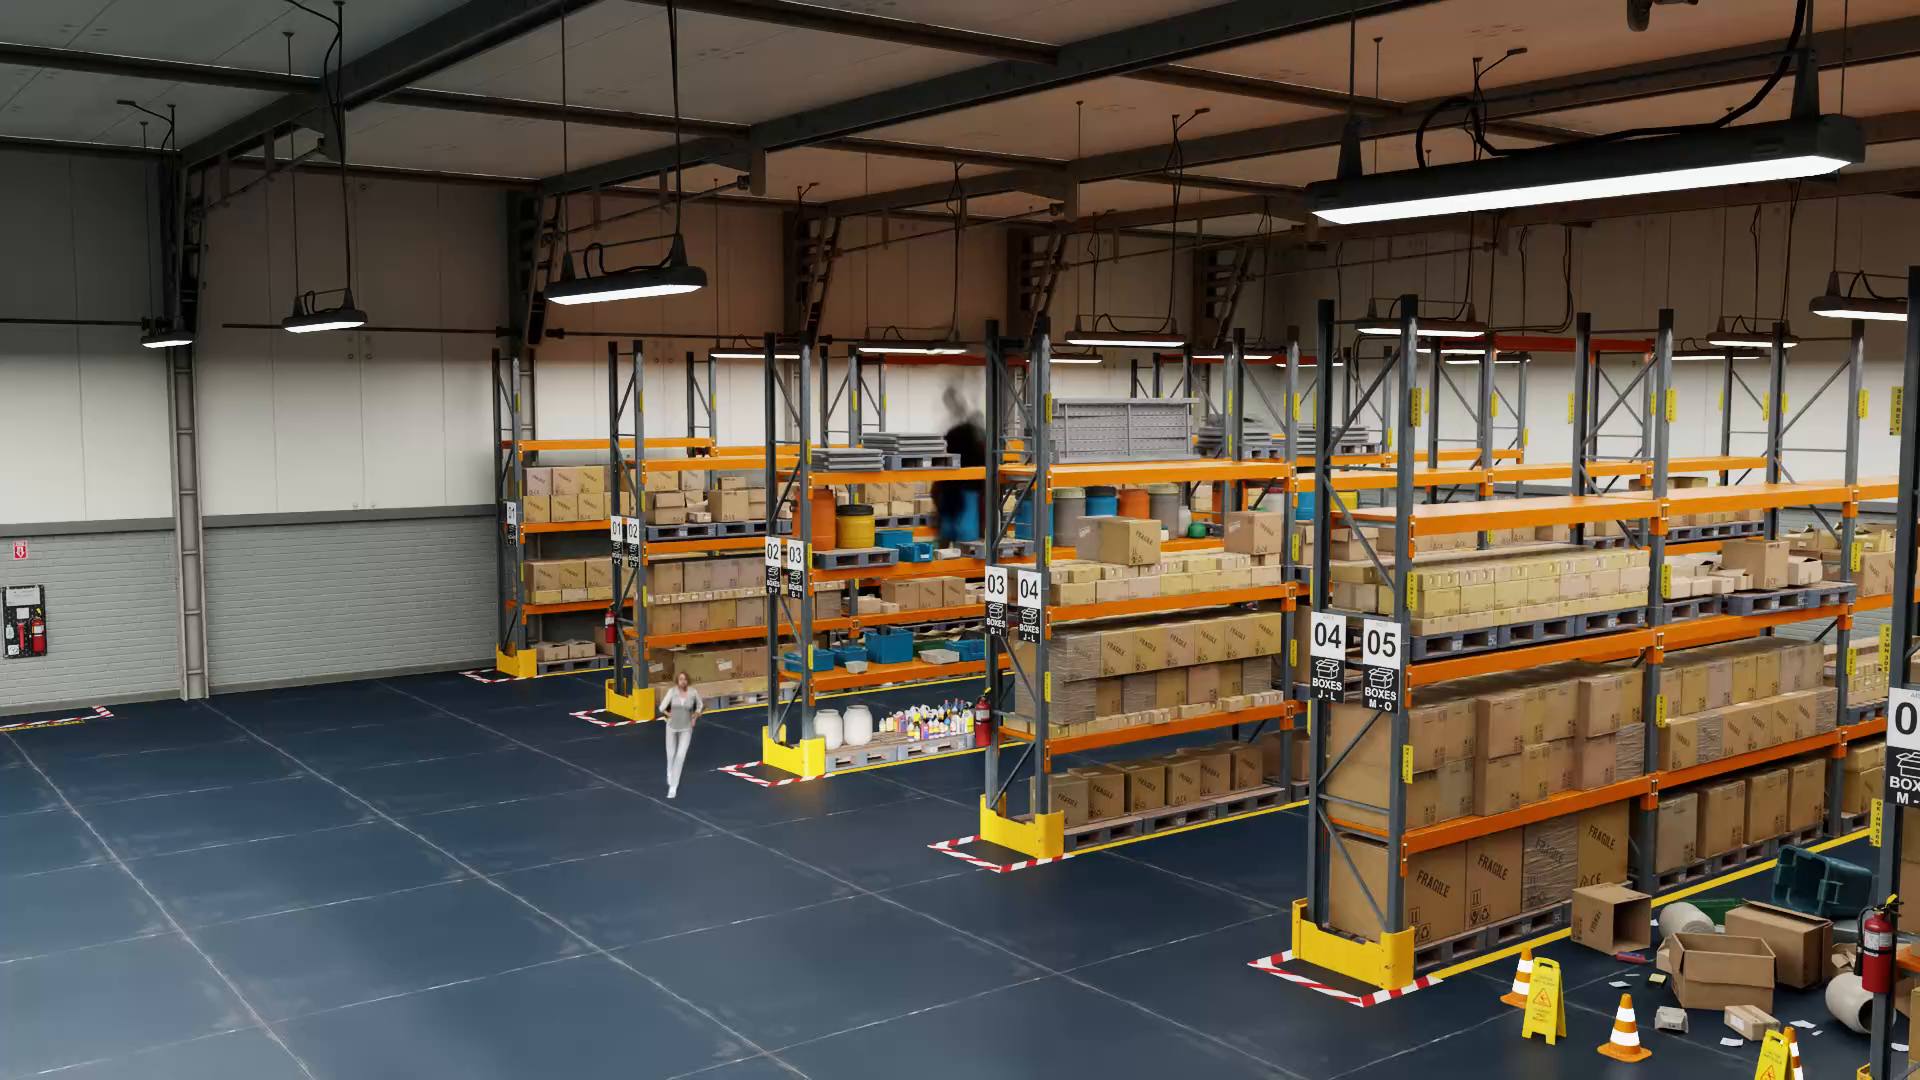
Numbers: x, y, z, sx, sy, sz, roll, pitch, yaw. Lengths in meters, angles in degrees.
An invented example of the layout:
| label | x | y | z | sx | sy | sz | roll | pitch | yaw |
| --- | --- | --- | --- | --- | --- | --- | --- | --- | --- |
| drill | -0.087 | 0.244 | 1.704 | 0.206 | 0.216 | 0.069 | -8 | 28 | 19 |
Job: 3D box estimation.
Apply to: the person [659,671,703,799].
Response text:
| label | x | y | z | sx | sy | sz | roll | pitch | yaw |
| --- | --- | --- | --- | --- | --- | --- | --- | --- | --- |
| person | -3.622 | 2.483 | 21.608 | 0.549 | 1.602 | 0.777 | 0 | 5 | -5 |
